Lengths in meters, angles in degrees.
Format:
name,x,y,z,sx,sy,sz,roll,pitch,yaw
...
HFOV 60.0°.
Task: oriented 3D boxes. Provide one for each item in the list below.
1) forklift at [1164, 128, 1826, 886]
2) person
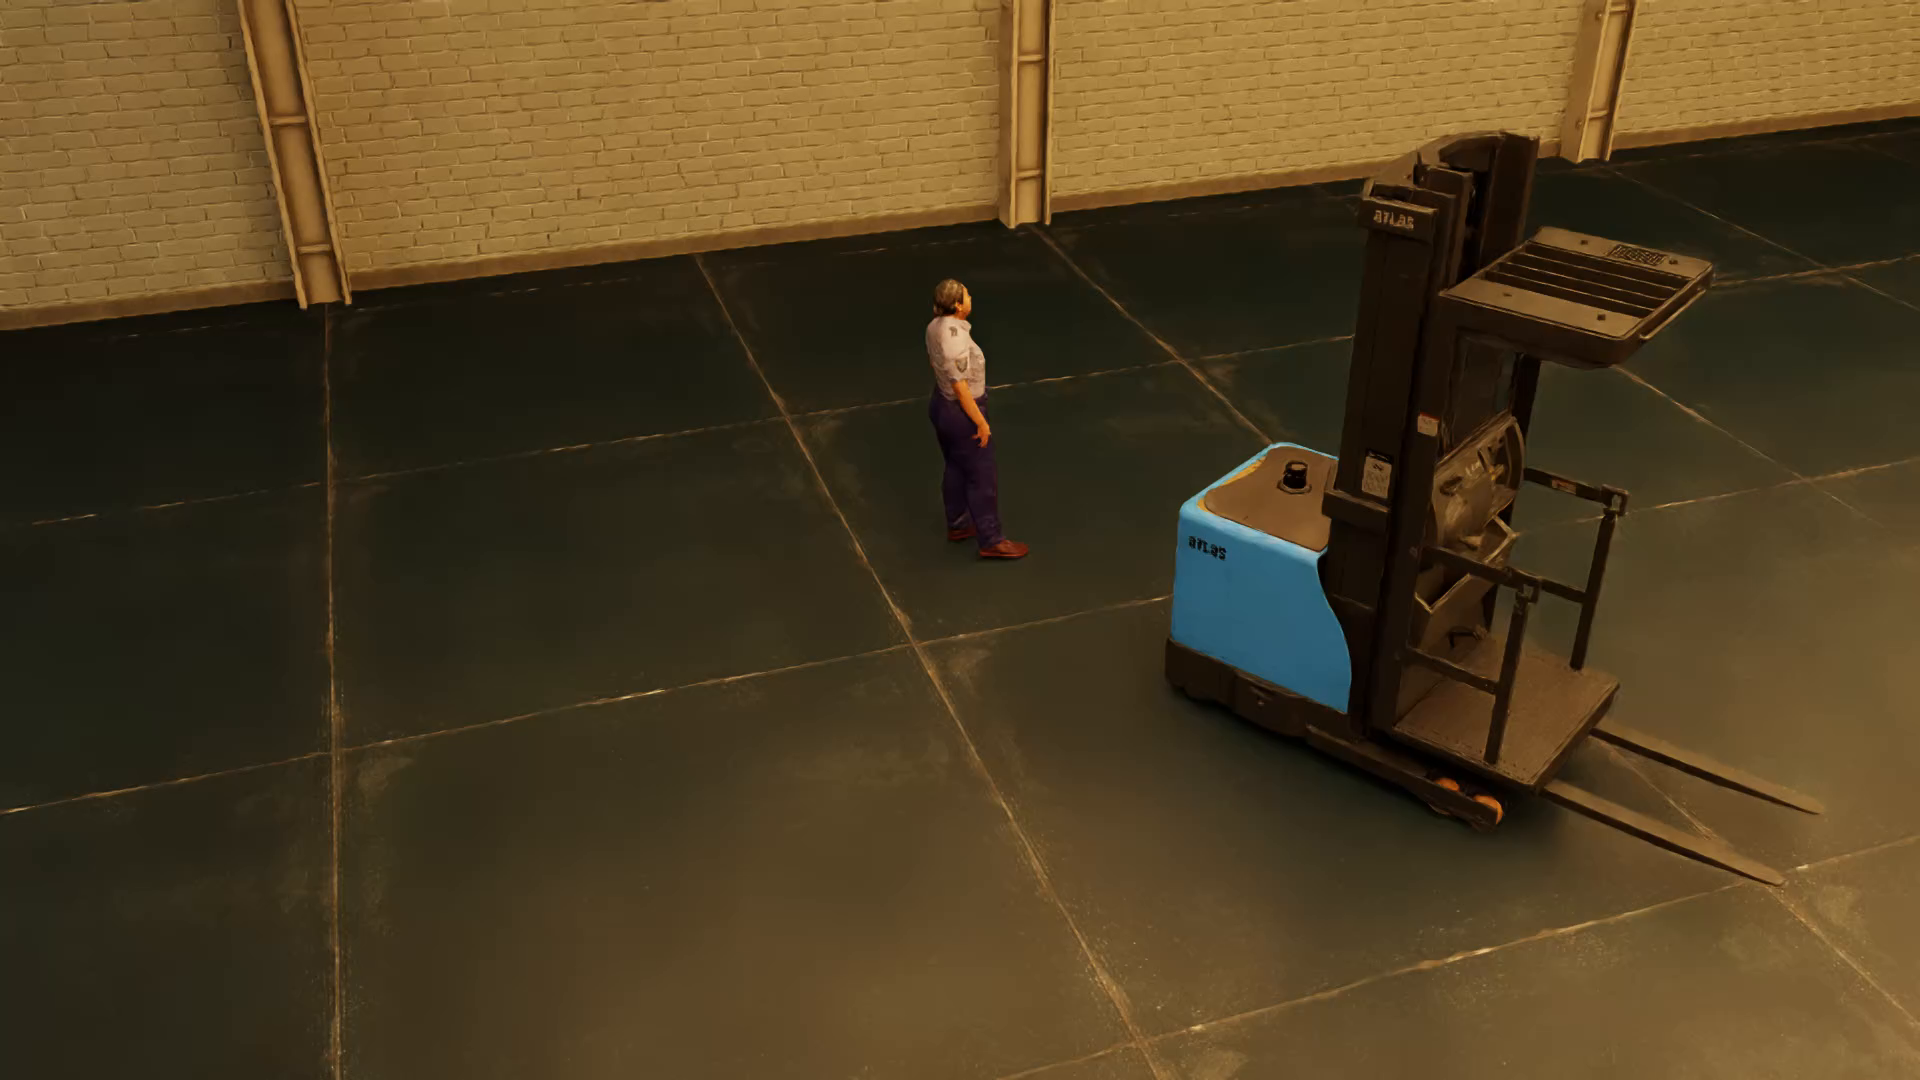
name,x,y,z,sx,sy,sz,roll,pitch,yaw
forklift,2.522,-0.225,7.478,3.031,2.935,1.130,23,37,34
person,0.092,-0.724,9.618,0.502,1.650,0.599,-10,31,-16
